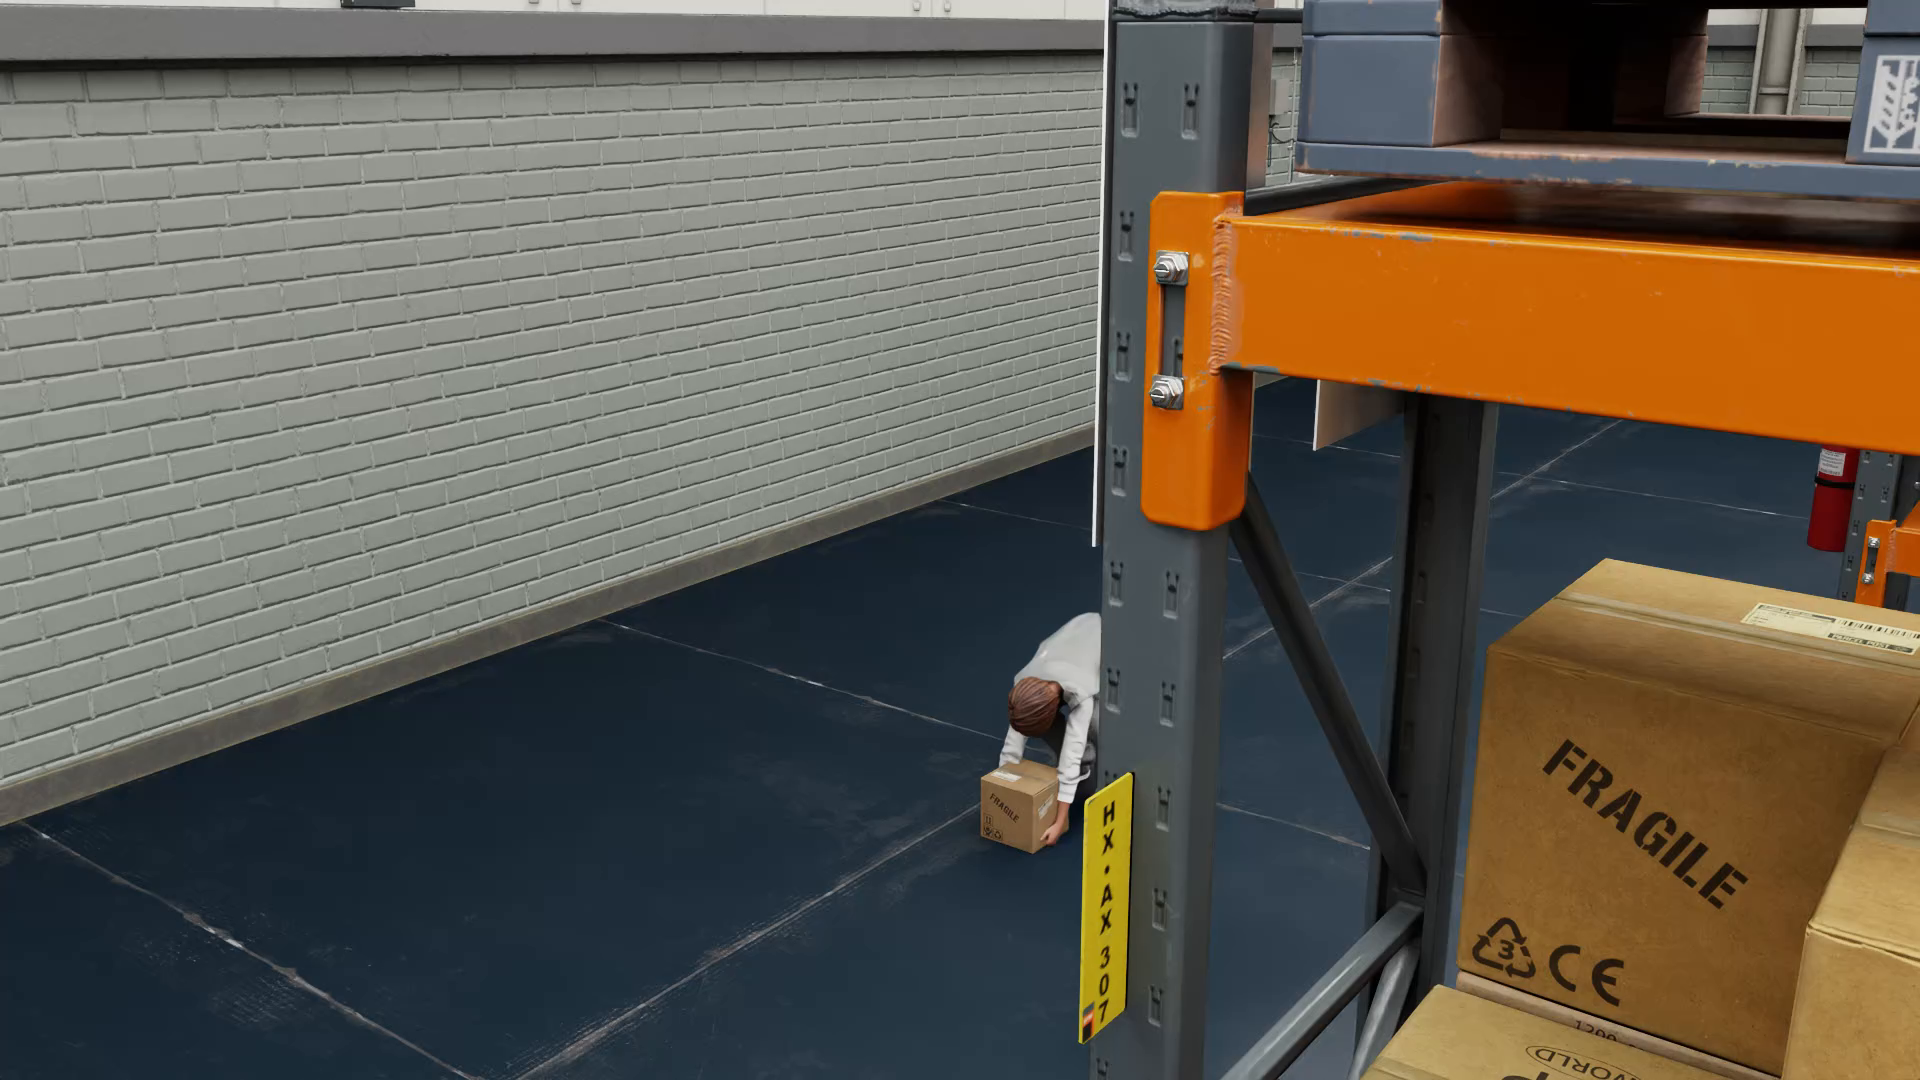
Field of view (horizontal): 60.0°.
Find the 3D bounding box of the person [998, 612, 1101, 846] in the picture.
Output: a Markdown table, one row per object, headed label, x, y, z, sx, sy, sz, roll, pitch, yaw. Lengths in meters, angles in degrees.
| label | x | y | z | sx | sy | sz | roll | pitch | yaw |
| --- | --- | --- | --- | --- | --- | --- | --- | --- | --- |
| person | 0.452 | 0.745 | 6.658 | 0.422 | 0.734 | 0.871 | 11 | 20 | 33 |
